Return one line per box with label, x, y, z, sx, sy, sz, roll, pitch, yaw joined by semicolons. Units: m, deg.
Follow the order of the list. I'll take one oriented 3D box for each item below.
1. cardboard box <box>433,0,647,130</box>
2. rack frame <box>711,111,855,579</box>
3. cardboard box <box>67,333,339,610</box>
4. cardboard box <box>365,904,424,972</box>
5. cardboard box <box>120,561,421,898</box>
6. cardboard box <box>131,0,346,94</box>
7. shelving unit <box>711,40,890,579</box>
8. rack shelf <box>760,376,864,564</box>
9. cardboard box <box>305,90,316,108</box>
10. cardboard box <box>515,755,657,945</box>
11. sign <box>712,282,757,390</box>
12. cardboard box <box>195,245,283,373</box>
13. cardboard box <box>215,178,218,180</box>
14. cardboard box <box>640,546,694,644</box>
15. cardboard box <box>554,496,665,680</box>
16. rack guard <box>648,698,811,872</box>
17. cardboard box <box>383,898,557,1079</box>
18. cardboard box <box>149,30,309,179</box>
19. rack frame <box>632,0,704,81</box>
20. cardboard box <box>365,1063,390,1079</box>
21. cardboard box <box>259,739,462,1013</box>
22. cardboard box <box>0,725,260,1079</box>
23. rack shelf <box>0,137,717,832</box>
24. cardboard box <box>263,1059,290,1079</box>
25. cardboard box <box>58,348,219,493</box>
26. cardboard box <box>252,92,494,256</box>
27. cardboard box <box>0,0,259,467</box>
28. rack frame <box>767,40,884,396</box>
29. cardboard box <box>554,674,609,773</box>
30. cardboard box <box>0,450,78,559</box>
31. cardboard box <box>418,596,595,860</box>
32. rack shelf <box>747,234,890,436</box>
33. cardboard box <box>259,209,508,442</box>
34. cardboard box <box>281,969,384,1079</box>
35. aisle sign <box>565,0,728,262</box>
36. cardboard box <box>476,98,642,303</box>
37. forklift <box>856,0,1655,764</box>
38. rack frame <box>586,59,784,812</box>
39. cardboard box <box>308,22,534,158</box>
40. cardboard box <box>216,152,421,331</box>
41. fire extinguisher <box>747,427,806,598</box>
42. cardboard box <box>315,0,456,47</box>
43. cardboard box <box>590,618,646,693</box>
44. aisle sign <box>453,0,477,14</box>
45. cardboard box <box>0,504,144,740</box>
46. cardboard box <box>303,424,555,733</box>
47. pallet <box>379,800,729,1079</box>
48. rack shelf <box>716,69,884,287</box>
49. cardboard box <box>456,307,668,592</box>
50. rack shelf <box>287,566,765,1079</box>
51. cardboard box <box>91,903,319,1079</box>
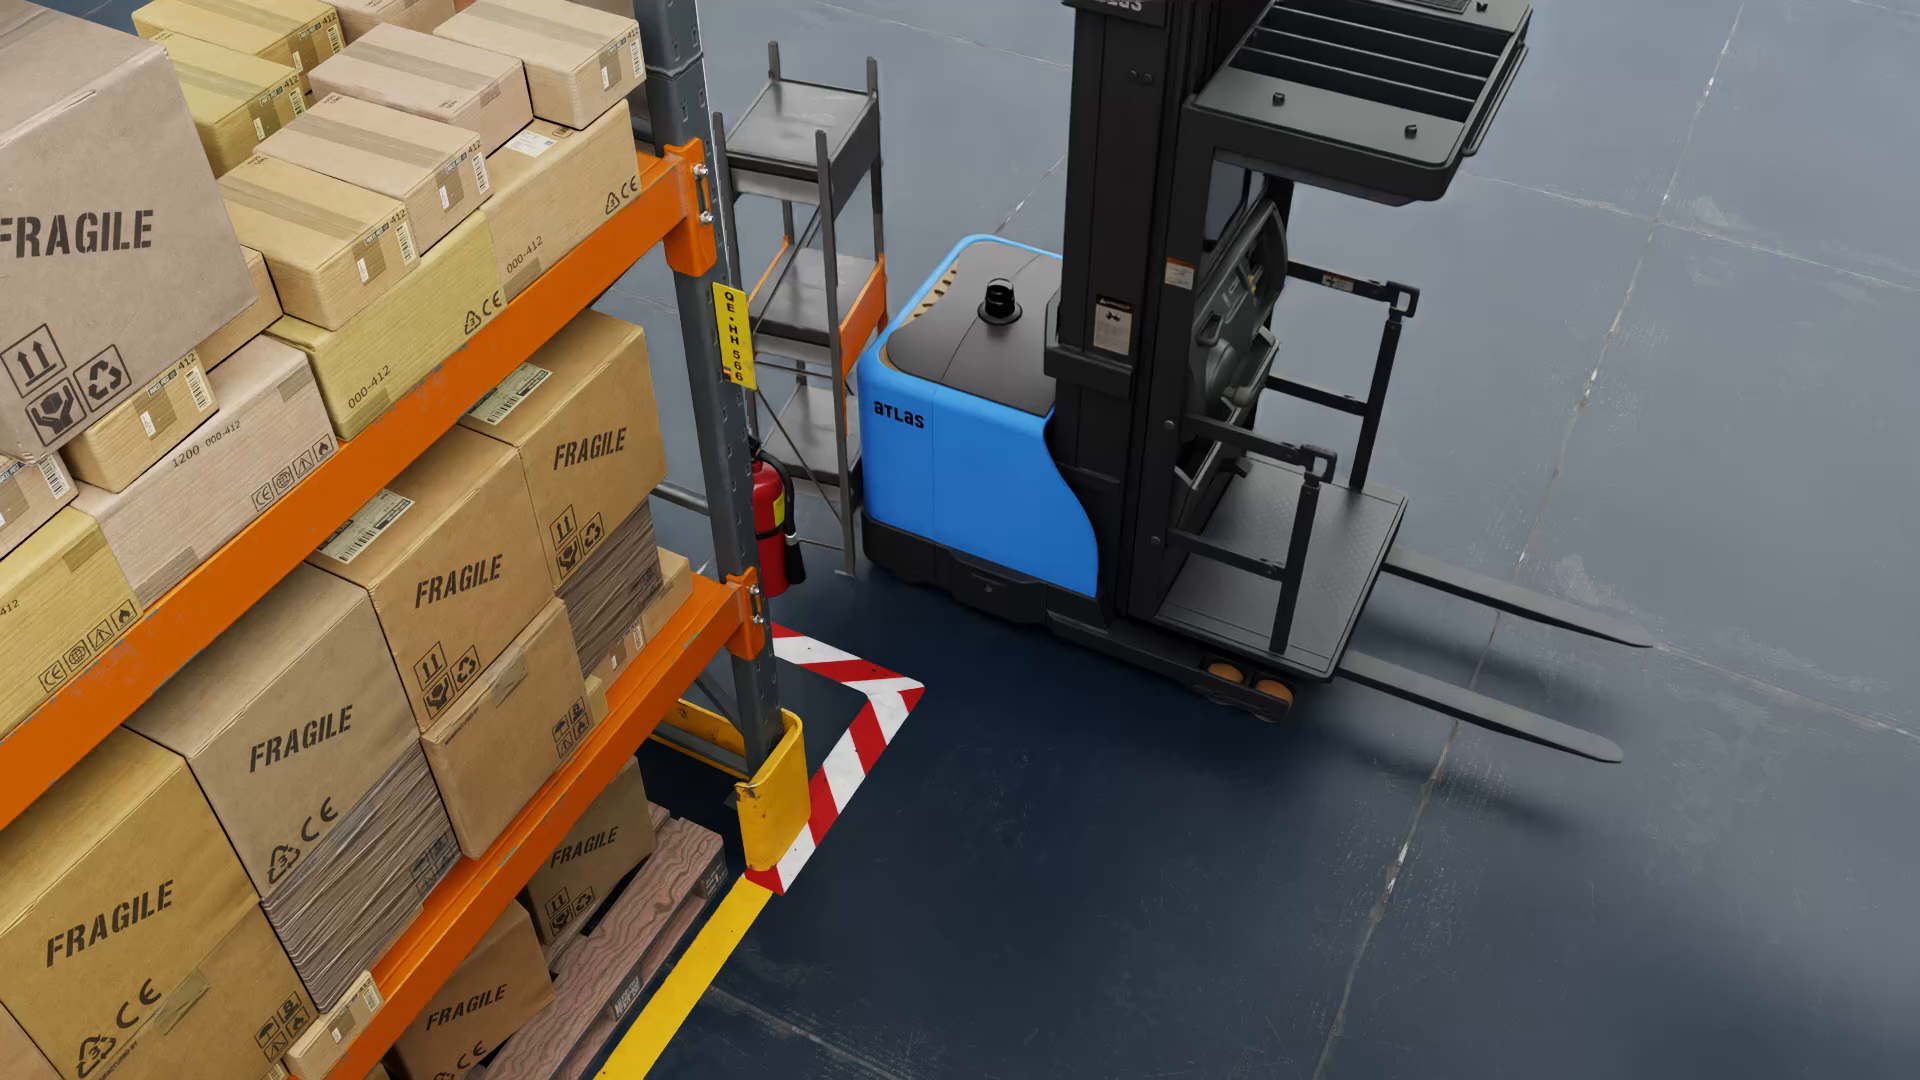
cardboard box;-0.932;-1.080;3.704;0.380;0.149;0.250;20;49;19
rack frame;-0.626;-0.627;6.173;0.400;2.100;0.015;13;47;12
cardboard box;-1.553;-0.195;3.110;0.500;0.250;0.500;21;49;20
cardboard box;-1.595;0.913;4.195;0.380;0.149;0.250;20;49;19
cardboard box;-1.578;0.352;3.591;0.500;0.500;0.500;20;49;19
cardboard box;-1.619;-1.129;3.753;0.380;0.149;0.250;21;49;20
shelving unit;-0.552;-0.792;6.336;0.431;2.100;0.503;13;47;12
rack shelf;-0.552;-0.290;6.844;0.431;0.518;0.480;13;47;12
cardboard box;-1.533;-1.000;3.905;0.500;0.250;0.500;22;49;20
cardboard box;-1.385;0.903;5.491;0.500;0.500;0.500;29;52;26
sign;-0.598;-0.538;4.417;0.100;0.325;0.005;20;49;19
cardboard box;-1.508;-0.465;3.097;0.380;0.149;0.250;21;49;20
cardboard box;-1.767;-0.673;3.582;0.500;0.250;0.500;19;48;18
cardboard box;-1.029;0.120;4.979;0.380;0.149;0.250;20;49;19
cardboard box;-1.360;-0.018;4.660;0.875;0.500;0.500;20;49;19
rack guard;-1.115;0.711;5.976;1.175;0.500;0.348;20;49;19
cardboard box;-1.632;1.291;5.107;0.500;0.500;0.500;33;54;29
cardboard box;-1.627;-0.930;3.556;0.380;0.149;0.250;20;49;18
rack frame;-1.080;-2.325;3.001;1.000;3.000;0.127;20;49;19
cardboard box;-1.939;1.679;4.724;0.500;0.500;0.500;25;50;23
cardboard box;-1.756;0.637;4.012;0.875;0.500;0.500;20;49;19
cardboard box;-1.817;0.664;3.282;0.500;0.500;0.500;20;49;19
rack shelf;-2.008;0.242;3.078;1.077;0.370;4.000;20;49;19
cardboard box;-1.810;1.234;3.878;0.380;0.149;0.250;20;49;19
cardboard box;-1.543;-0.263;2.897;0.380;0.149;0.250;18;48;17
cardboard box;-1.187;-0.746;3.374;0.380;0.149;0.250;18;48;17
cardboard box;-1.575;-0.526;2.701;0.500;0.500;0.500;20;49;19
rack frame;-0.478;-0.957;6.500;0.400;2.100;0.015;13;47;12
cardboard box;-1.217;0.452;4.651;0.380;0.149;0.250;20;49;19
cardboard box;-1.711;-0.105;2.741;0.380;0.149;0.250;18;48;17
cardboard box;-1.485;0.336;4.309;0.875;0.500;0.500;20;49;19
rack shelf;-0.552;-0.782;6.346;0.431;0.518;0.480;13;47;12
cardboard box;-1.308;-0.515;3.426;0.500;0.250;0.500;21;49;19
cardboard box;-1.633;1.100;4.011;0.380;0.149;0.250;20;49;19
aisle sign;-0.786;-1.070;4.151;0.394;0.787;0.004;20;49;19
cardboard box;-1.079;-0.830;3.738;0.500;0.250;0.500;22;49;20
forklift;1.151;-0.770;5.730;3.031;2.935;1.130;19;48;18
rack frame;-1.080;-0.216;5.134;1.000;3.000;0.127;20;49;19
cardboard box;-1.157;-0.955;3.581;0.380;0.149;0.250;19;48;18
cardboard box;-1.283;-0.580;3.210;0.380;0.149;0.250;21;49;19
fire extinguisher;-0.619;-0.109;5.083;0.296;0.674;0.183;20;49;19
cardboard box;-1.413;-1.261;3.883;0.380;0.149;0.250;20;49;19
cardboard box;-1.146;0.277;4.824;0.380;0.149;0.250;20;49;19
aisle sign;-1.317;-1.268;4.346;0.394;0.787;0.004;20;49;19
cardboard box;-1.782;0.124;2.795;0.500;0.250;0.500;20;49;18
cardboard box;-1.343;0.038;3.901;0.500;0.500;0.500;20;49;19
pallet;-1.524;1.312;5.585;1.003;0.211;1.213;20;49;19
rack shelf;-0.552;-1.274;5.848;0.431;0.518;0.480;13;47;12
cardboard box;-1.116;-0.279;4.214;0.500;0.500;0.500;20;49;19
rack shelf;-2.008;1.297;4.145;1.077;0.370;4.000;20;49;19
cardboard box;-1.998;0.948;3.704;0.875;0.500;0.500;20;49;19
